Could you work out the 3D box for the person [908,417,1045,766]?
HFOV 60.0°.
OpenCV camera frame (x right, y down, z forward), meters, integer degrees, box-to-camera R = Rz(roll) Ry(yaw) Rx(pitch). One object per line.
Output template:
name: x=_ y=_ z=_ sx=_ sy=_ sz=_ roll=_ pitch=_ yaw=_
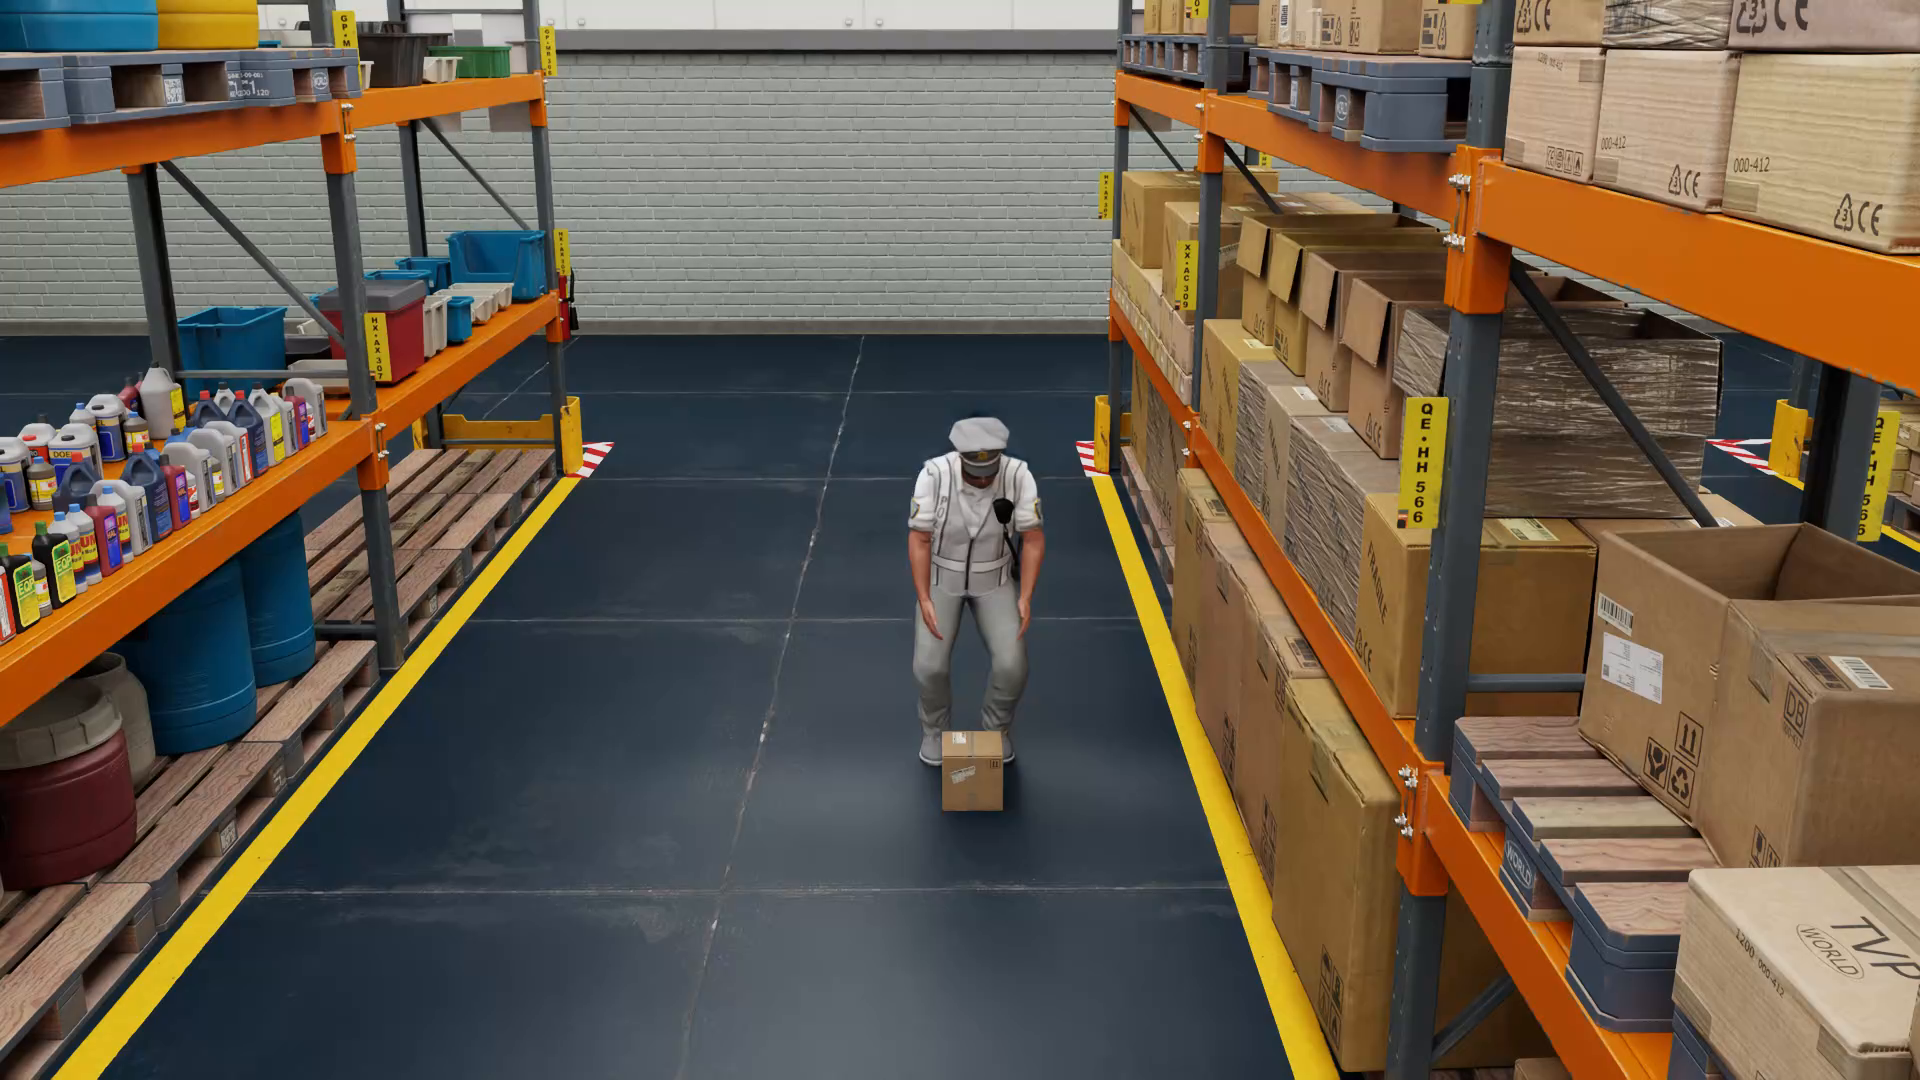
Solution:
person: x=0.070 y=0.211 z=7.172 sx=0.584 sy=1.572 sz=0.682 roll=0 pitch=17 yaw=-1
